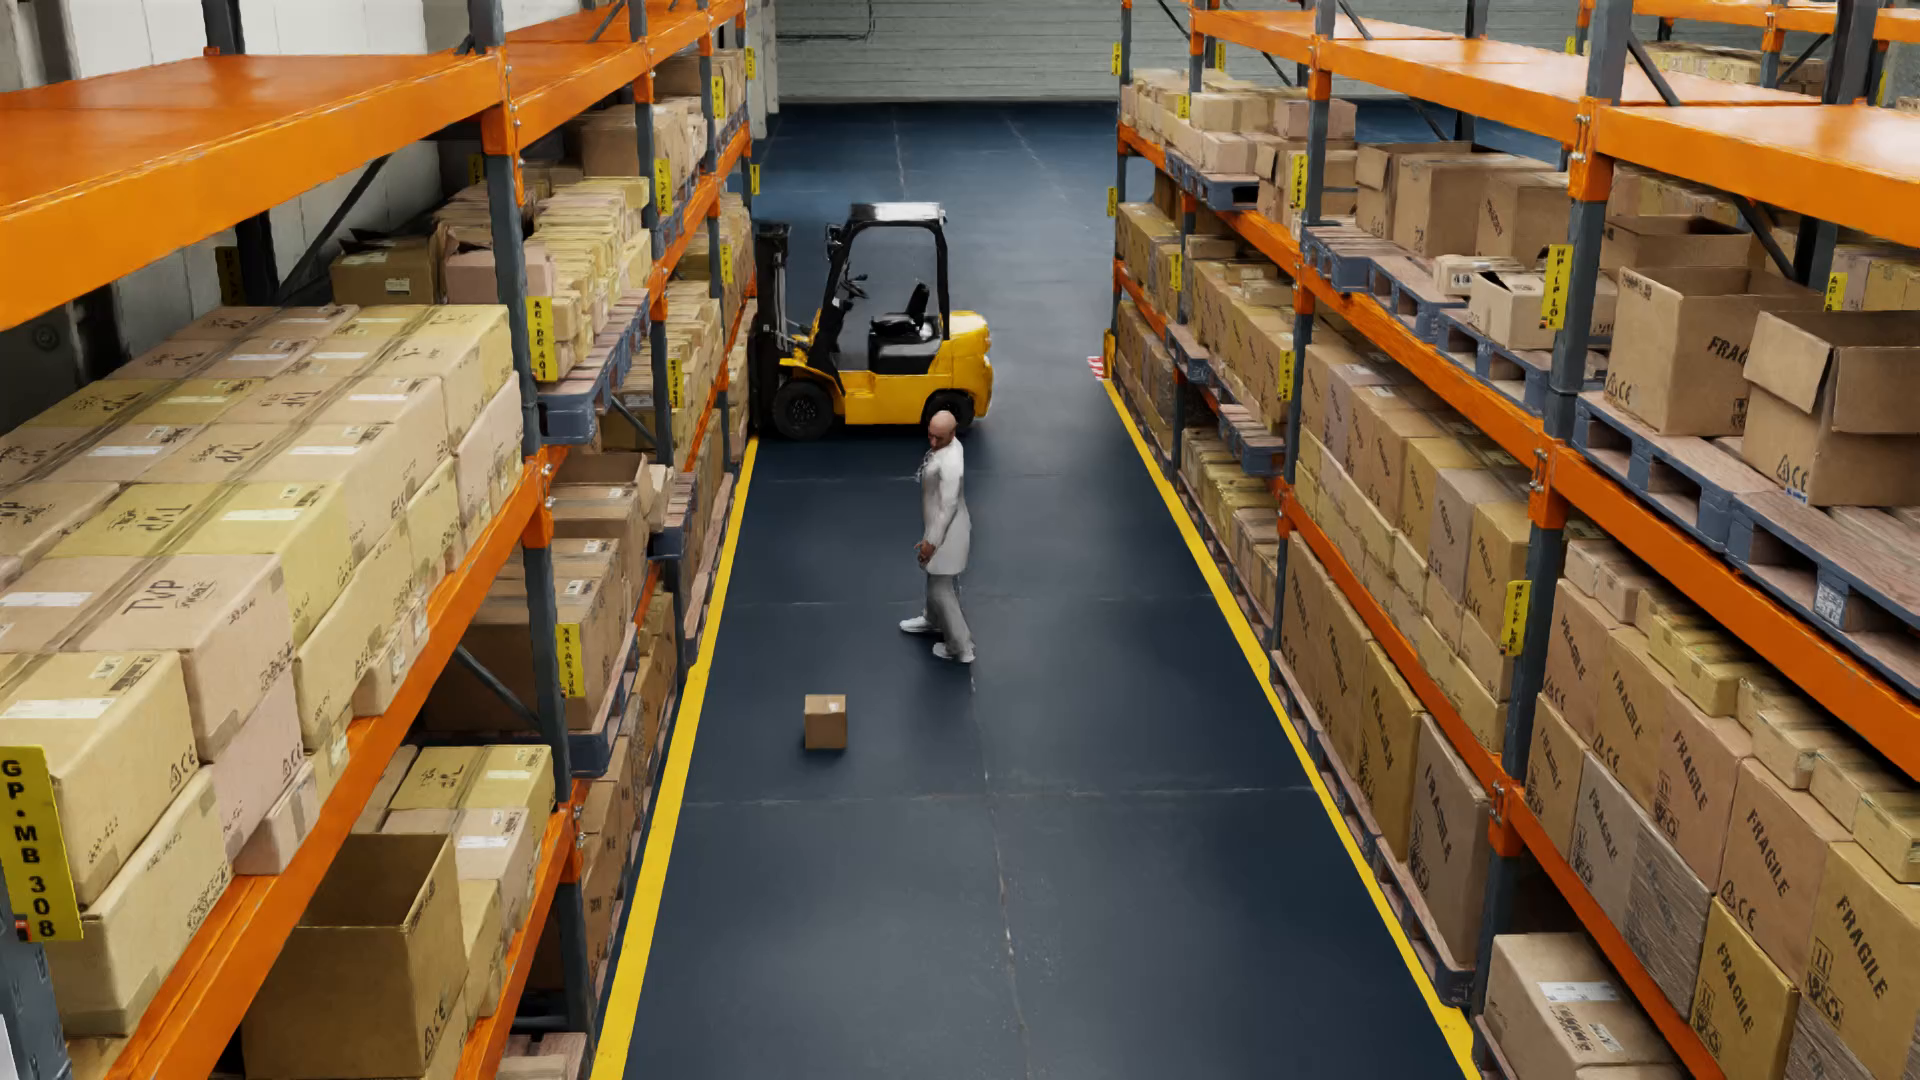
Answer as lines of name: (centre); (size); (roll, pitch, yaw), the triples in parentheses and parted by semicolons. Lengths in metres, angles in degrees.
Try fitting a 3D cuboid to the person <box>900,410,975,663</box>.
person: (-0.167, -0.061, 11.310); (0.614, 1.774, 0.671); (3, 20, 8)
